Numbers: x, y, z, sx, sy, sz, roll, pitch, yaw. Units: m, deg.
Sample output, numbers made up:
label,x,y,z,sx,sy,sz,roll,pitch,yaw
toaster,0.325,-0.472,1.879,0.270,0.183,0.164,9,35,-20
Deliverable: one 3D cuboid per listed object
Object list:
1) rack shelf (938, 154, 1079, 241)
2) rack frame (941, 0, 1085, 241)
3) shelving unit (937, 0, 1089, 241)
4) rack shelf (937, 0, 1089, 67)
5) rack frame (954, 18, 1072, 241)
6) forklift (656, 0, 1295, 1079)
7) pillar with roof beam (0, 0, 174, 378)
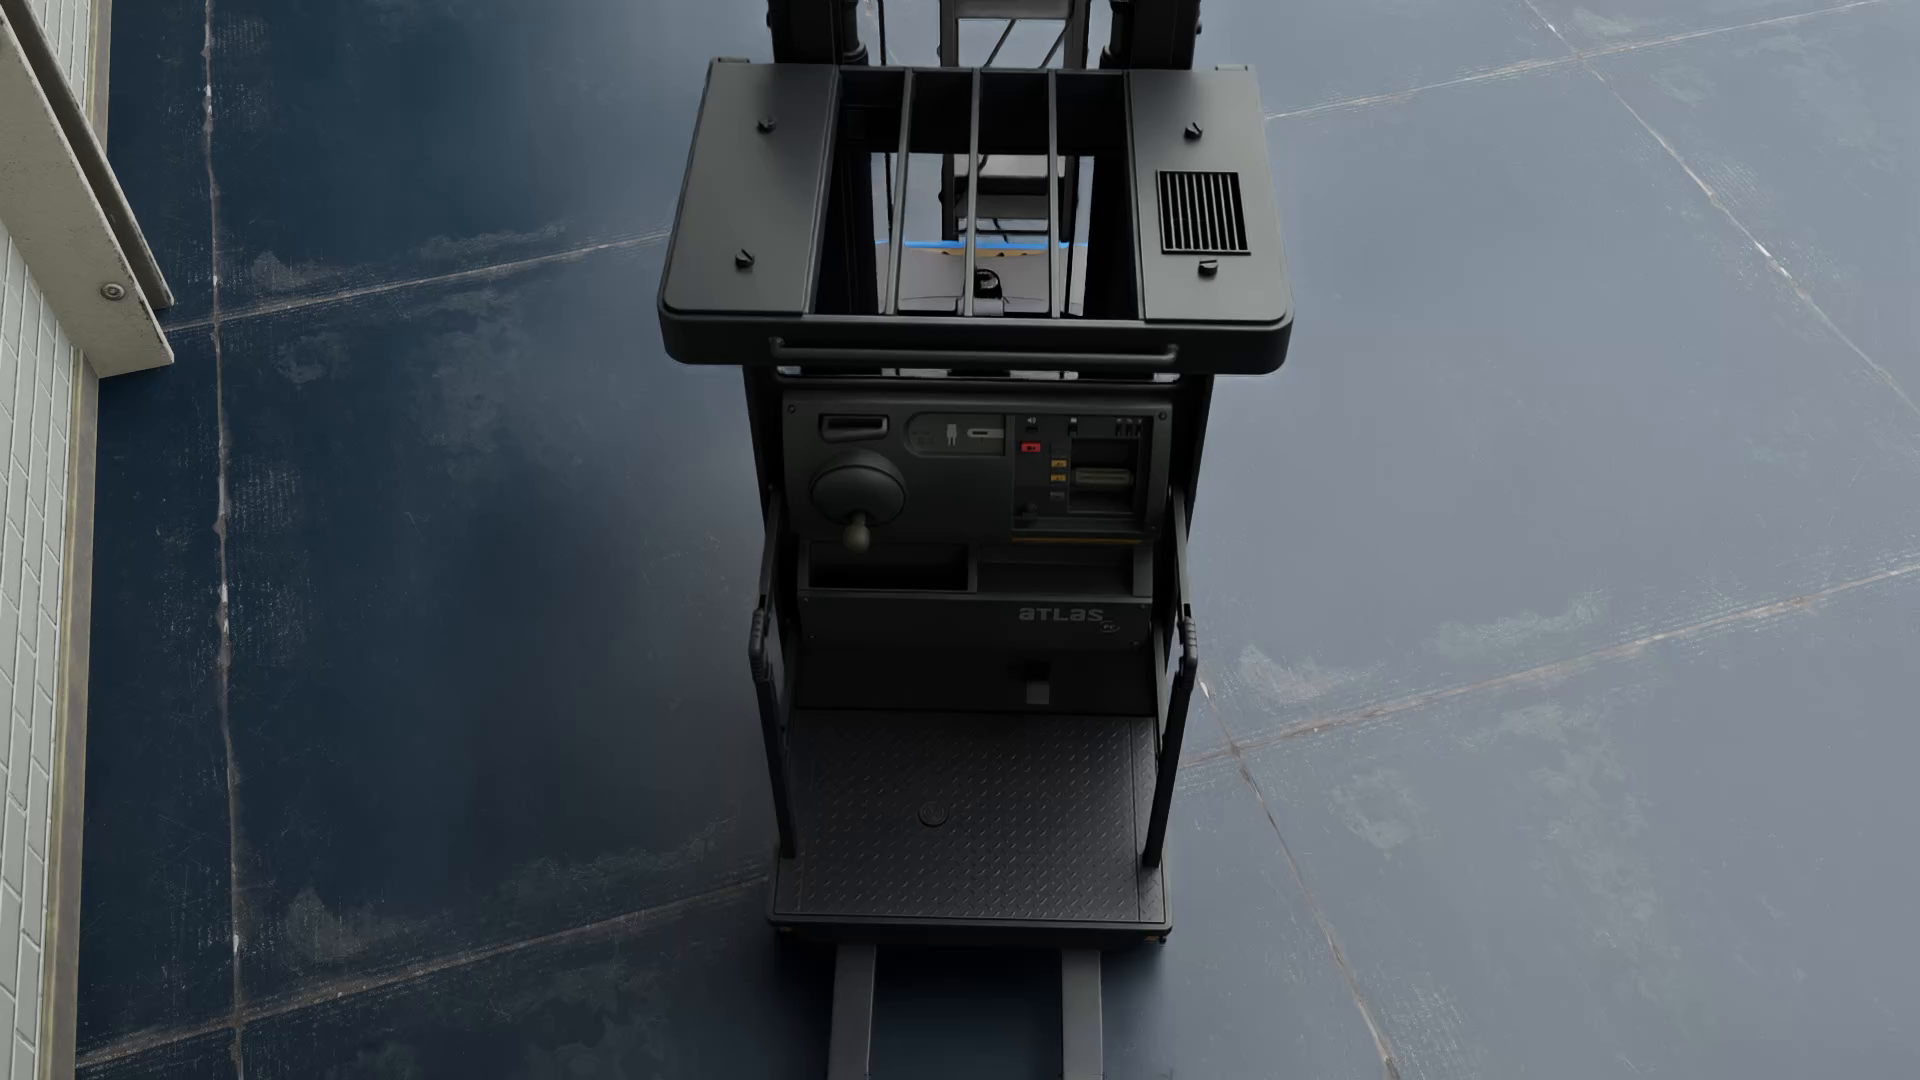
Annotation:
label,x,y,z,sx,sy,sz,roll,pitch,yaw
rack shelf,0.155,-1.137,5.353,0.431,0.518,0.480,1,50,1
rack frame,0.149,-0.959,5.185,0.400,2.100,0.015,1,50,1
shelving unit,0.155,-1.145,5.342,0.431,2.100,0.503,1,50,1
rack shelf,0.155,-1.588,4.818,0.431,0.518,0.480,1,50,1
rack frame,0.162,-1.332,5.499,0.400,2.100,0.015,1,50,1
forklift,0.036,-0.054,3.879,1.130,2.935,3.031,1,50,1
pillar with roof beam,0.920,-4.654,3.788,9.100,9.000,0.400,-13,51,-11
